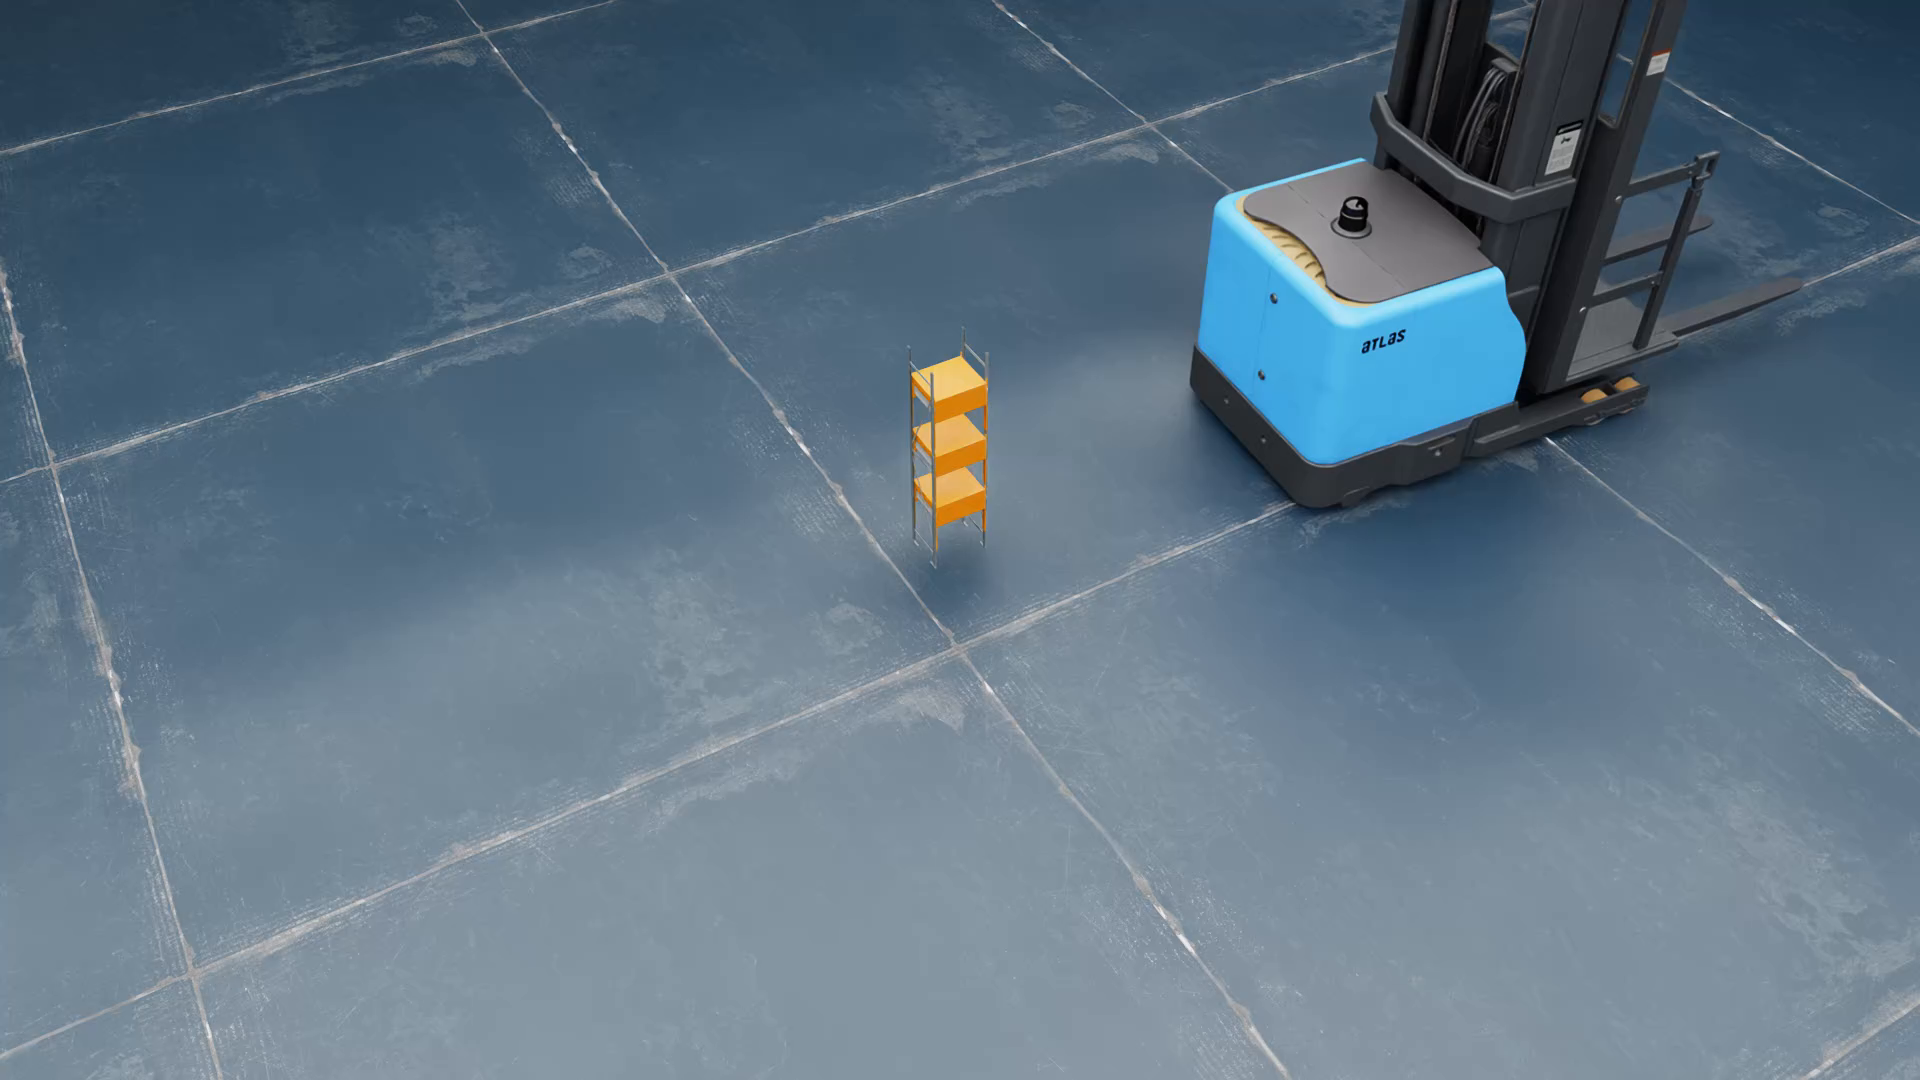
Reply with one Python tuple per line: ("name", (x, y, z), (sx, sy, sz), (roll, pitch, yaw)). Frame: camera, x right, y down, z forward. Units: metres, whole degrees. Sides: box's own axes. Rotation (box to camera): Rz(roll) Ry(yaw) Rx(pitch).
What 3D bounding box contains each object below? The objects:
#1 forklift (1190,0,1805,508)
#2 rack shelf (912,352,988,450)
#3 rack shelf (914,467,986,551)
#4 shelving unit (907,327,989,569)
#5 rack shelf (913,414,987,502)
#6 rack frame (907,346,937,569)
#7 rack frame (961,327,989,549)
("forklift", (2.638, -1.900, 7.033), (3.031, 2.935, 1.130), (-19, 47, -18))
("rack shelf", (-0.046, -0.554, 6.604), (0.240, 0.259, 0.215), (-22, 48, -21))
("rack shelf", (-0.046, -0.151, 6.996), (0.240, 0.259, 0.215), (-22, 48, -21))
("shelving unit", (-0.046, -0.358, 6.795), (0.252, 1.050, 0.215), (-22, 48, -21))
("rack shelf", (-0.046, -0.351, 6.802), (0.240, 0.259, 0.215), (-22, 48, -21))
("rack frame", (-0.152, -0.316, 6.751), (0.008, 1.050, 0.200), (-22, 48, -21))
("rack frame", (0.059, -0.401, 6.838), (0.008, 1.050, 0.200), (-22, 48, -21))
